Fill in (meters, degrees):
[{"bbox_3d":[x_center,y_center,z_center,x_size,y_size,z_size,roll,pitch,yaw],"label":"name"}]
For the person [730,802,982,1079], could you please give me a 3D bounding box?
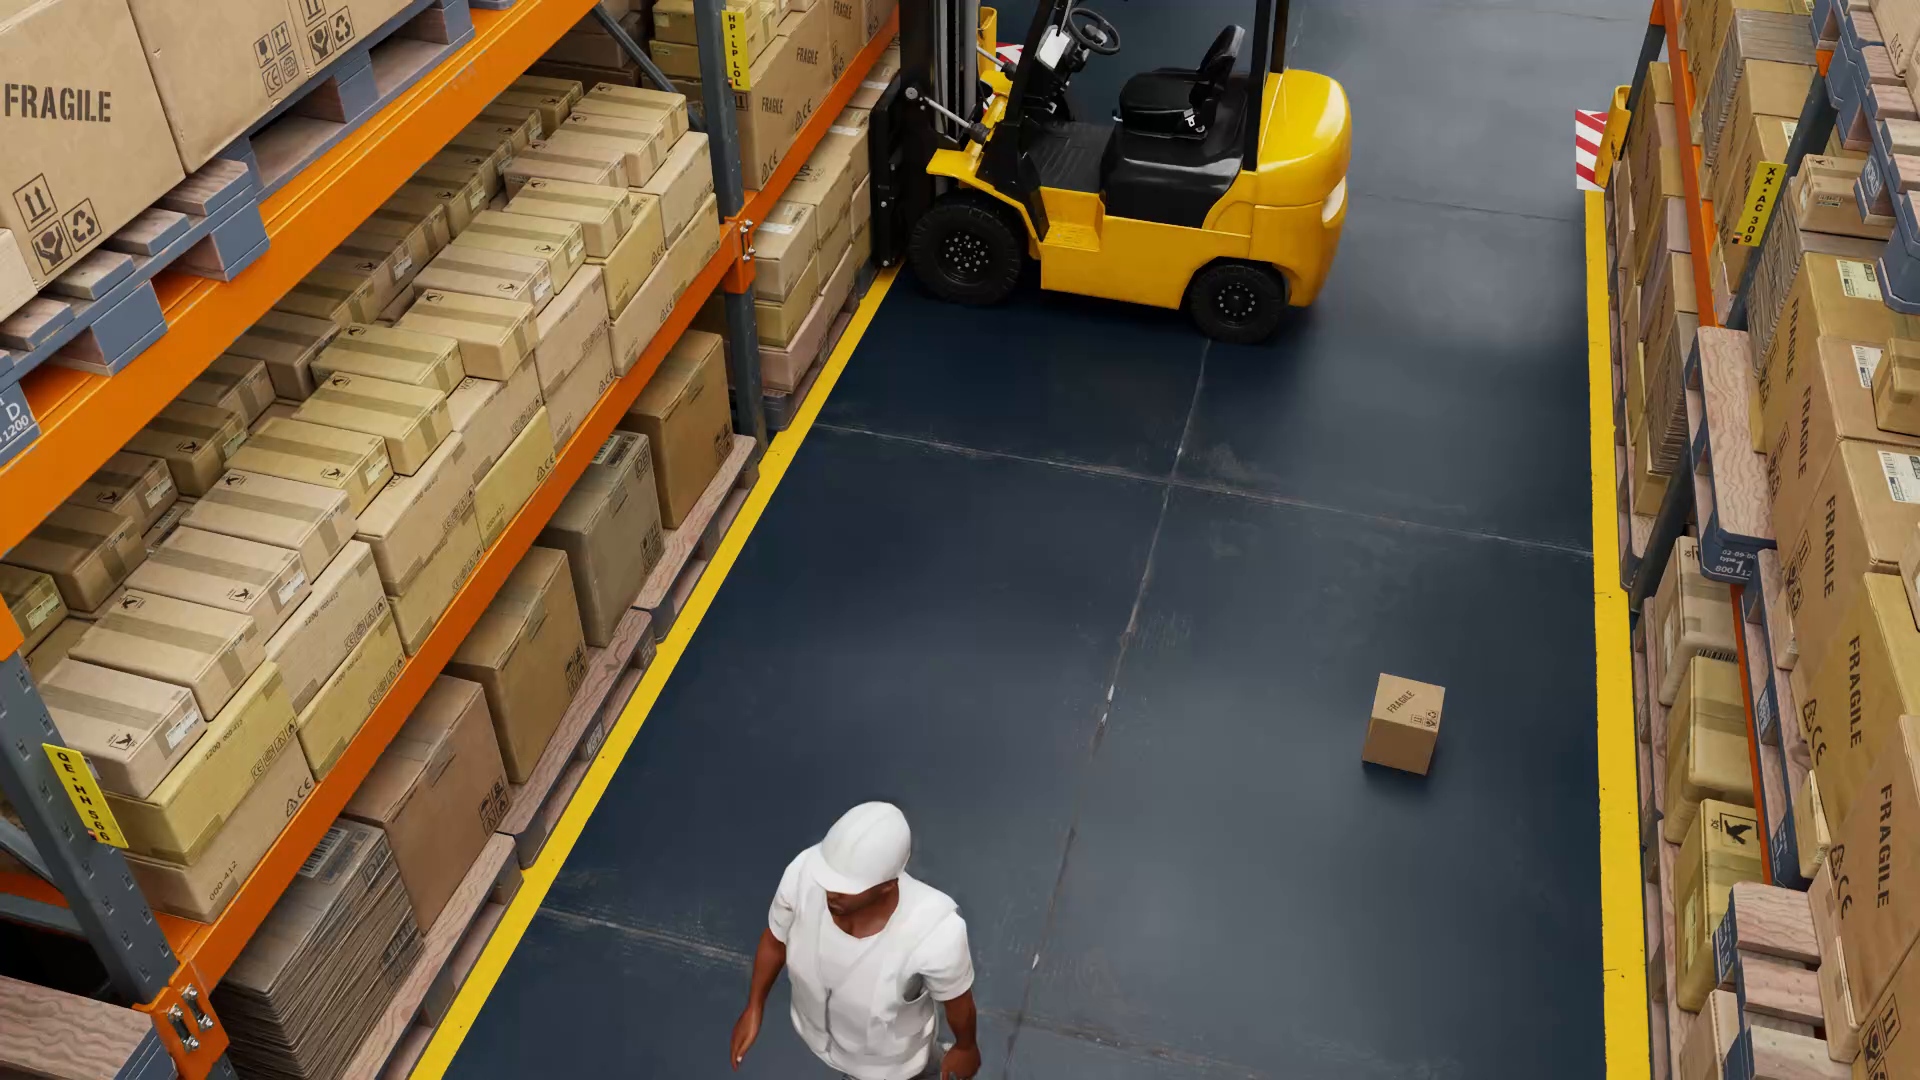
[{"bbox_3d":[-0.313,1.367,4.553,0.604,1.719,1.031,26,47,27],"label":"person"}]
